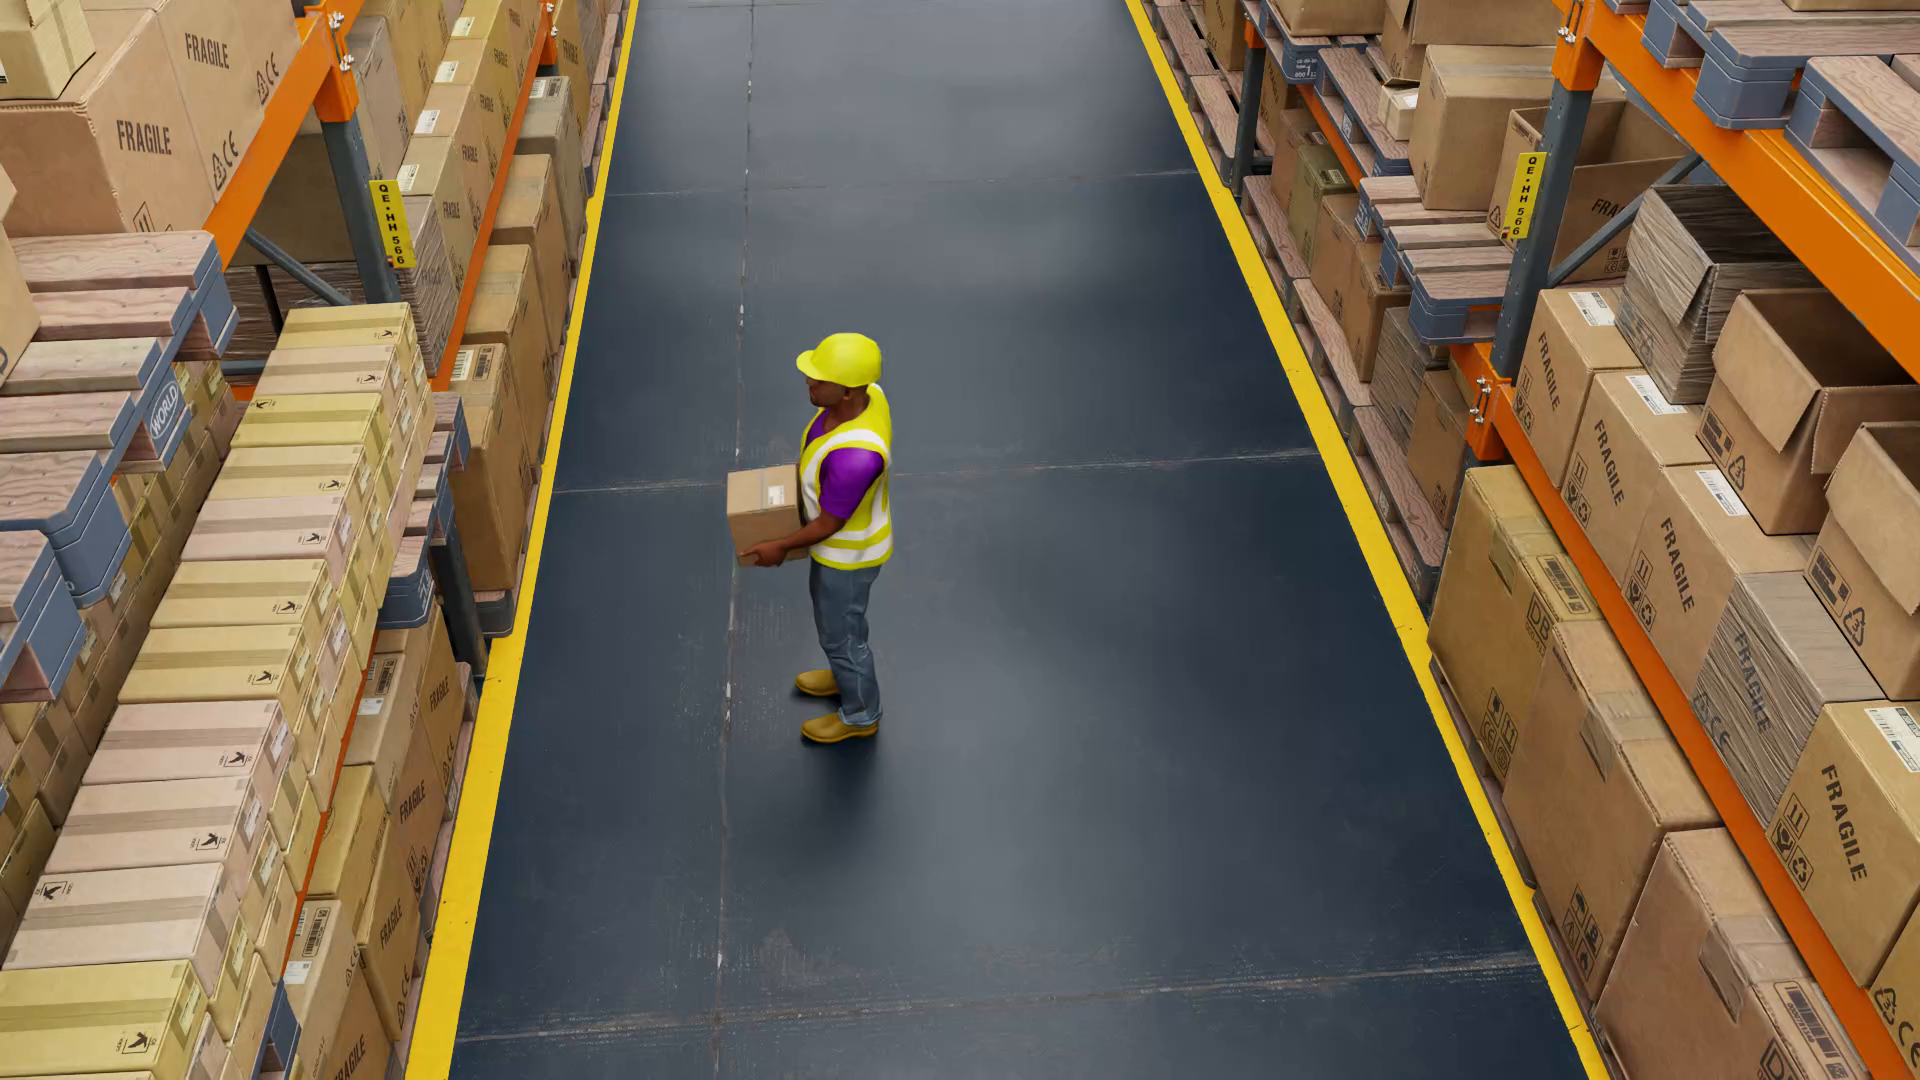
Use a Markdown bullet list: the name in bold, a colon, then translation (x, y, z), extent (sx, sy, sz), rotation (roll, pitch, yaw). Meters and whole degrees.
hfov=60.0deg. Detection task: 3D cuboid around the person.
- **person**: translation (-0.518, 0.004, 6.129), extent (0.567, 1.769, 0.528), rotation (-3, 39, -4)
